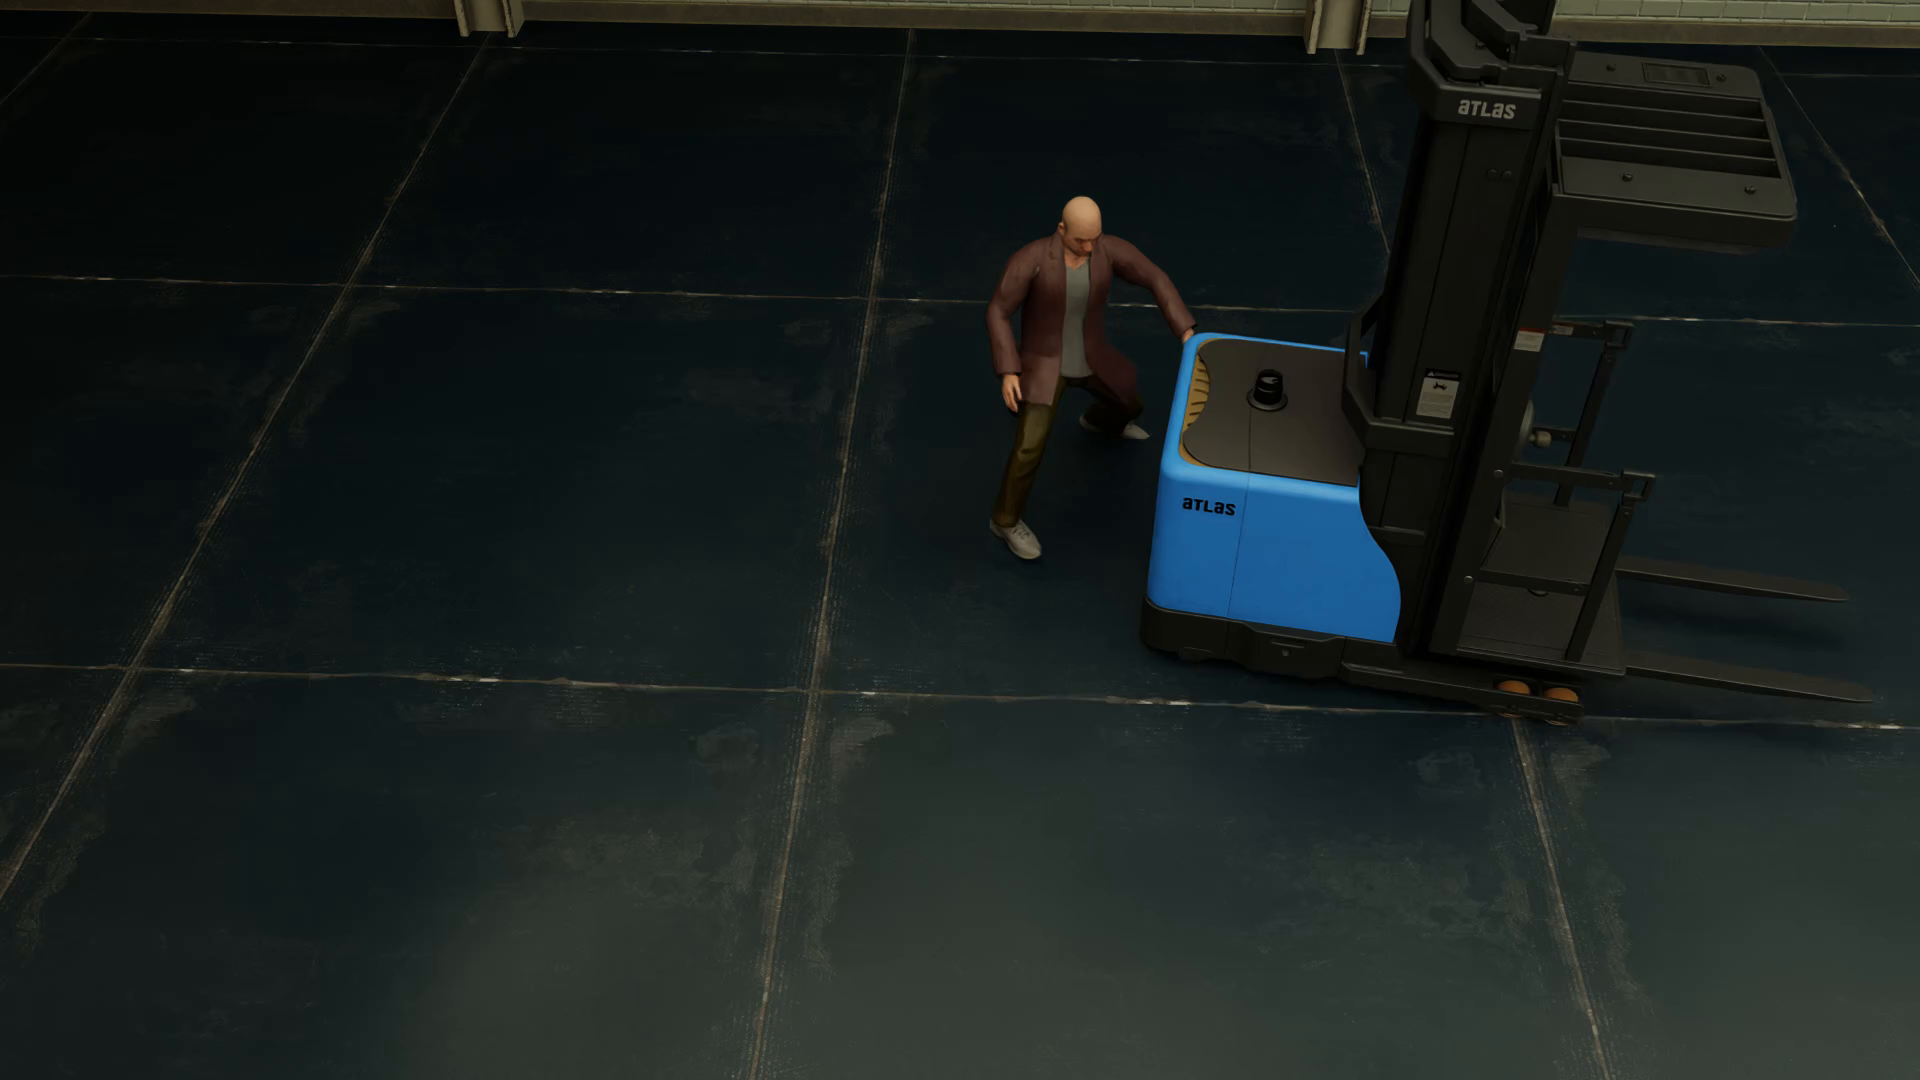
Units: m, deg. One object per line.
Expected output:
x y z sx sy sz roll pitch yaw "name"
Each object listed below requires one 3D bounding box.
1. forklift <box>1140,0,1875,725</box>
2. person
2.367 -0.691 6.499 3.031 2.935 1.130 8 43 9 "forklift"
0.571 -0.821 7.673 1.033 1.632 0.967 -12 44 -13 "person"
